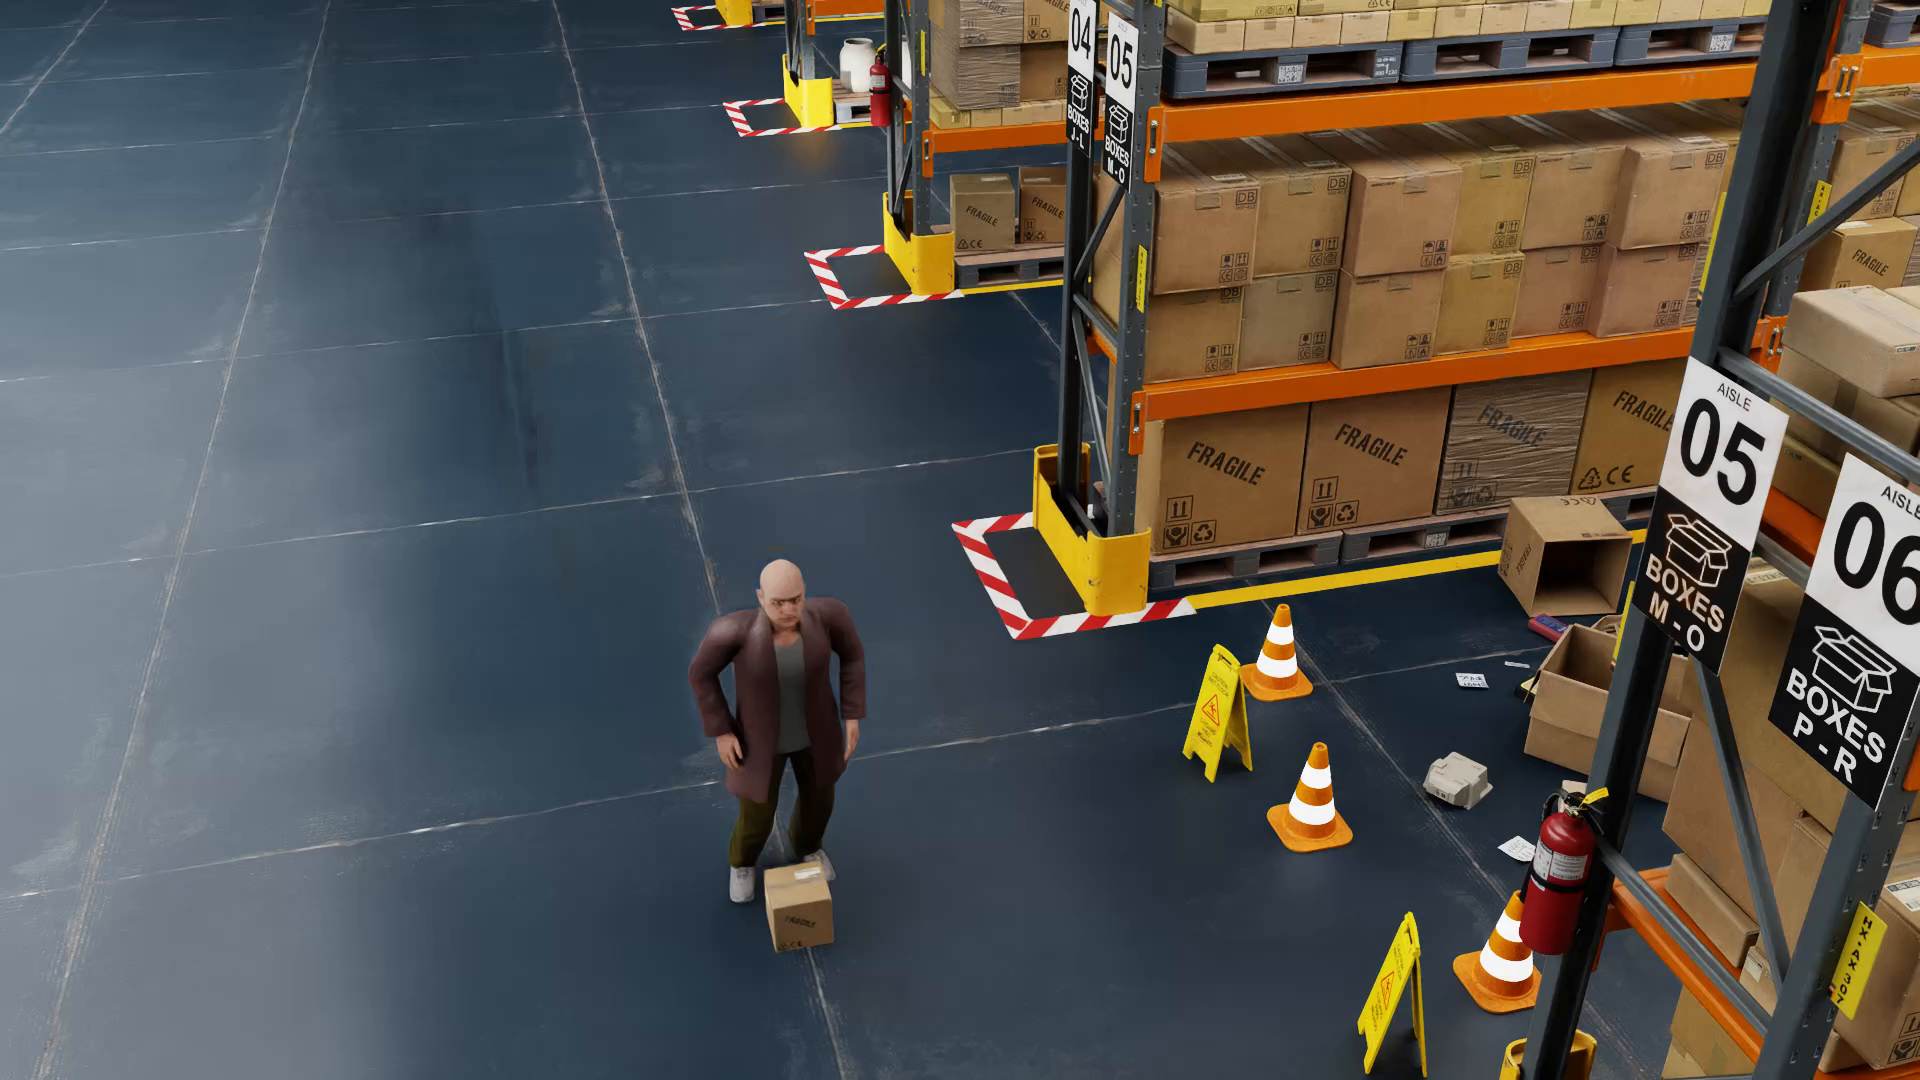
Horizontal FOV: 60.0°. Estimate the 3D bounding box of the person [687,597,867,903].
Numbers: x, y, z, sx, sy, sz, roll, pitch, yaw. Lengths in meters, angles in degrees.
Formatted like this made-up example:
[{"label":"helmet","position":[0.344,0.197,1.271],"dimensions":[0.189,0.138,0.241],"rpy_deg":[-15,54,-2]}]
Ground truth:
[{"label":"person","position":[-0.752,0.851,7.008],"dimensions":[0.729,1.538,0.527],"rpy_deg":[-9,31,-16]}]
